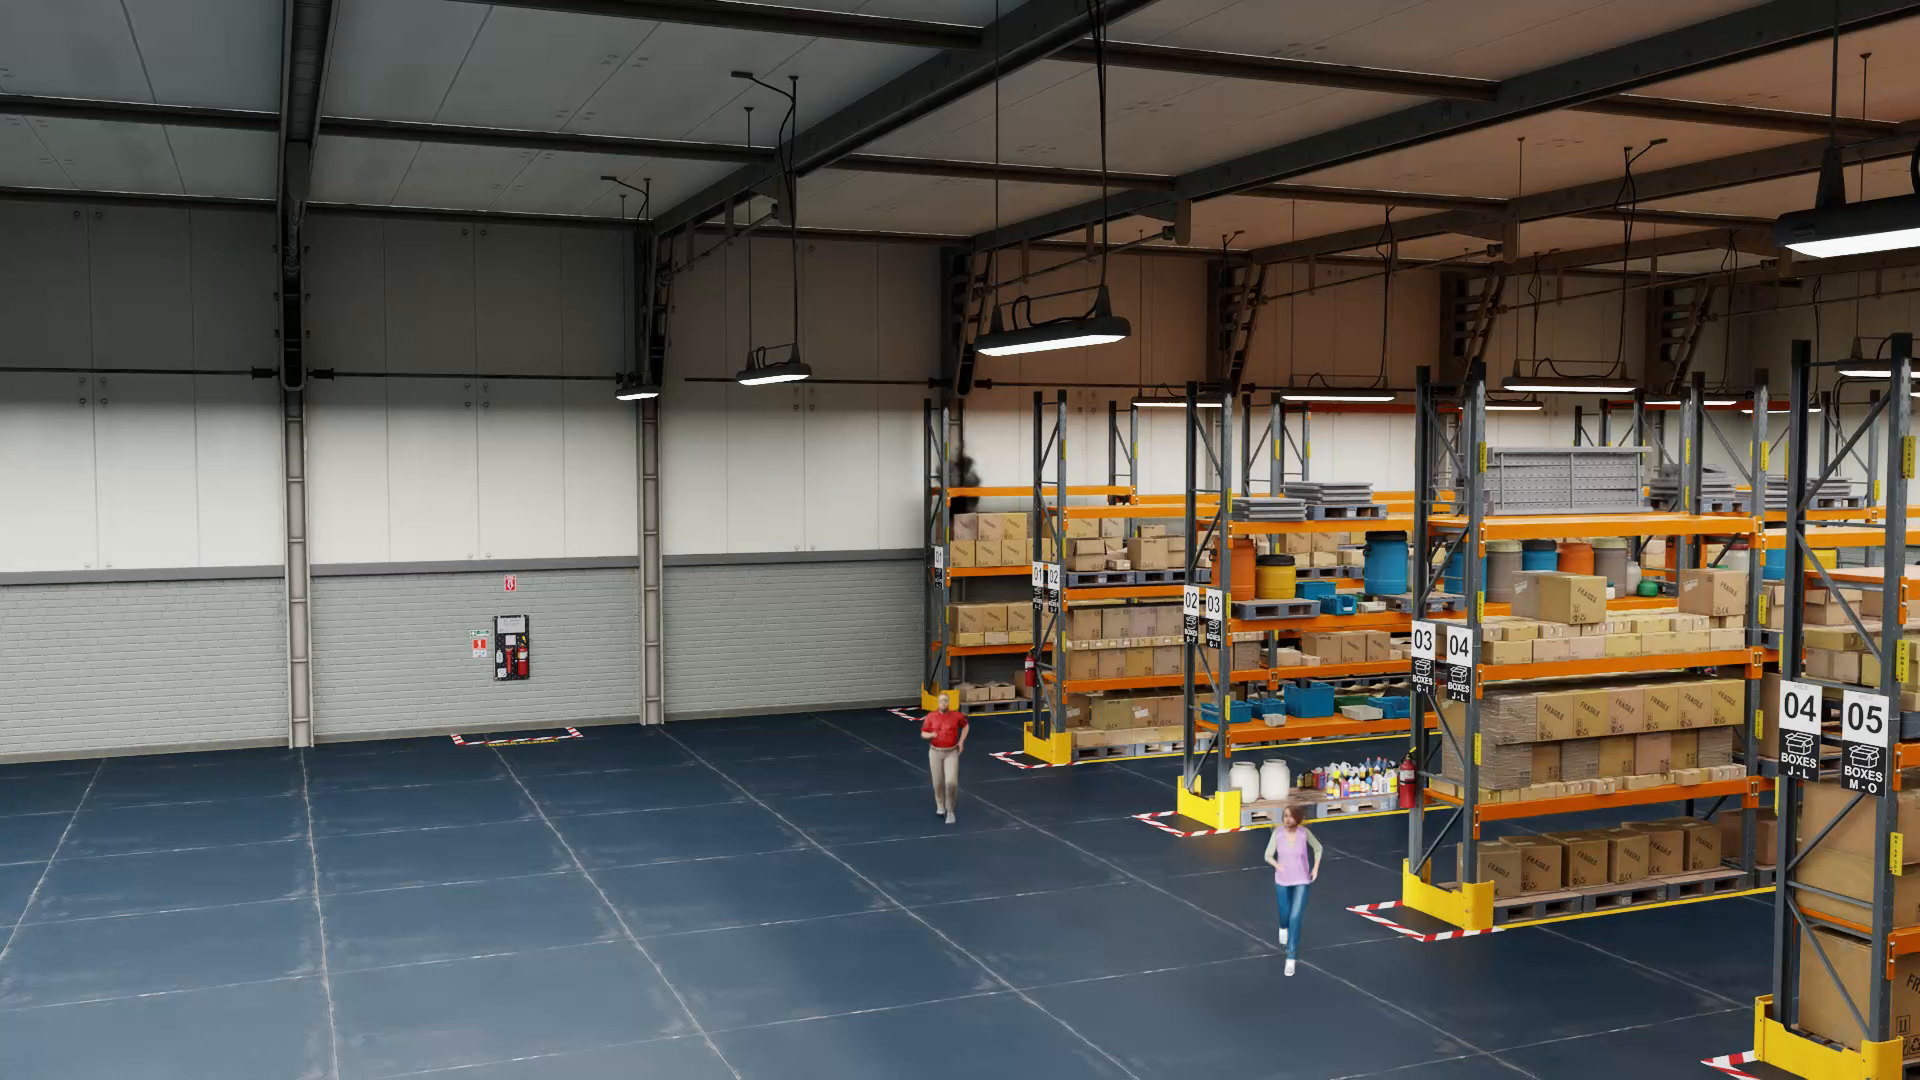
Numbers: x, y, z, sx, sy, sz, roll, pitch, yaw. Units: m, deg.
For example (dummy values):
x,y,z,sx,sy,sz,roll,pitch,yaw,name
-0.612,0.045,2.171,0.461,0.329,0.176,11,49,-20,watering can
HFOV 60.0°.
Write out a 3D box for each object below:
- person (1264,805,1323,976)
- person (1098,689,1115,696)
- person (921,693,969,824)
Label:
x,y,z,sx,sy,sz,roll,pitch,yaw,name
3.299,3.398,16.461,0.551,1.603,0.881,1,4,19,person
2.692,2.564,29.569,0.969,1.655,0.564,-2,4,-33,person
-0.215,2.983,22.672,0.639,1.788,0.723,0,3,5,person
